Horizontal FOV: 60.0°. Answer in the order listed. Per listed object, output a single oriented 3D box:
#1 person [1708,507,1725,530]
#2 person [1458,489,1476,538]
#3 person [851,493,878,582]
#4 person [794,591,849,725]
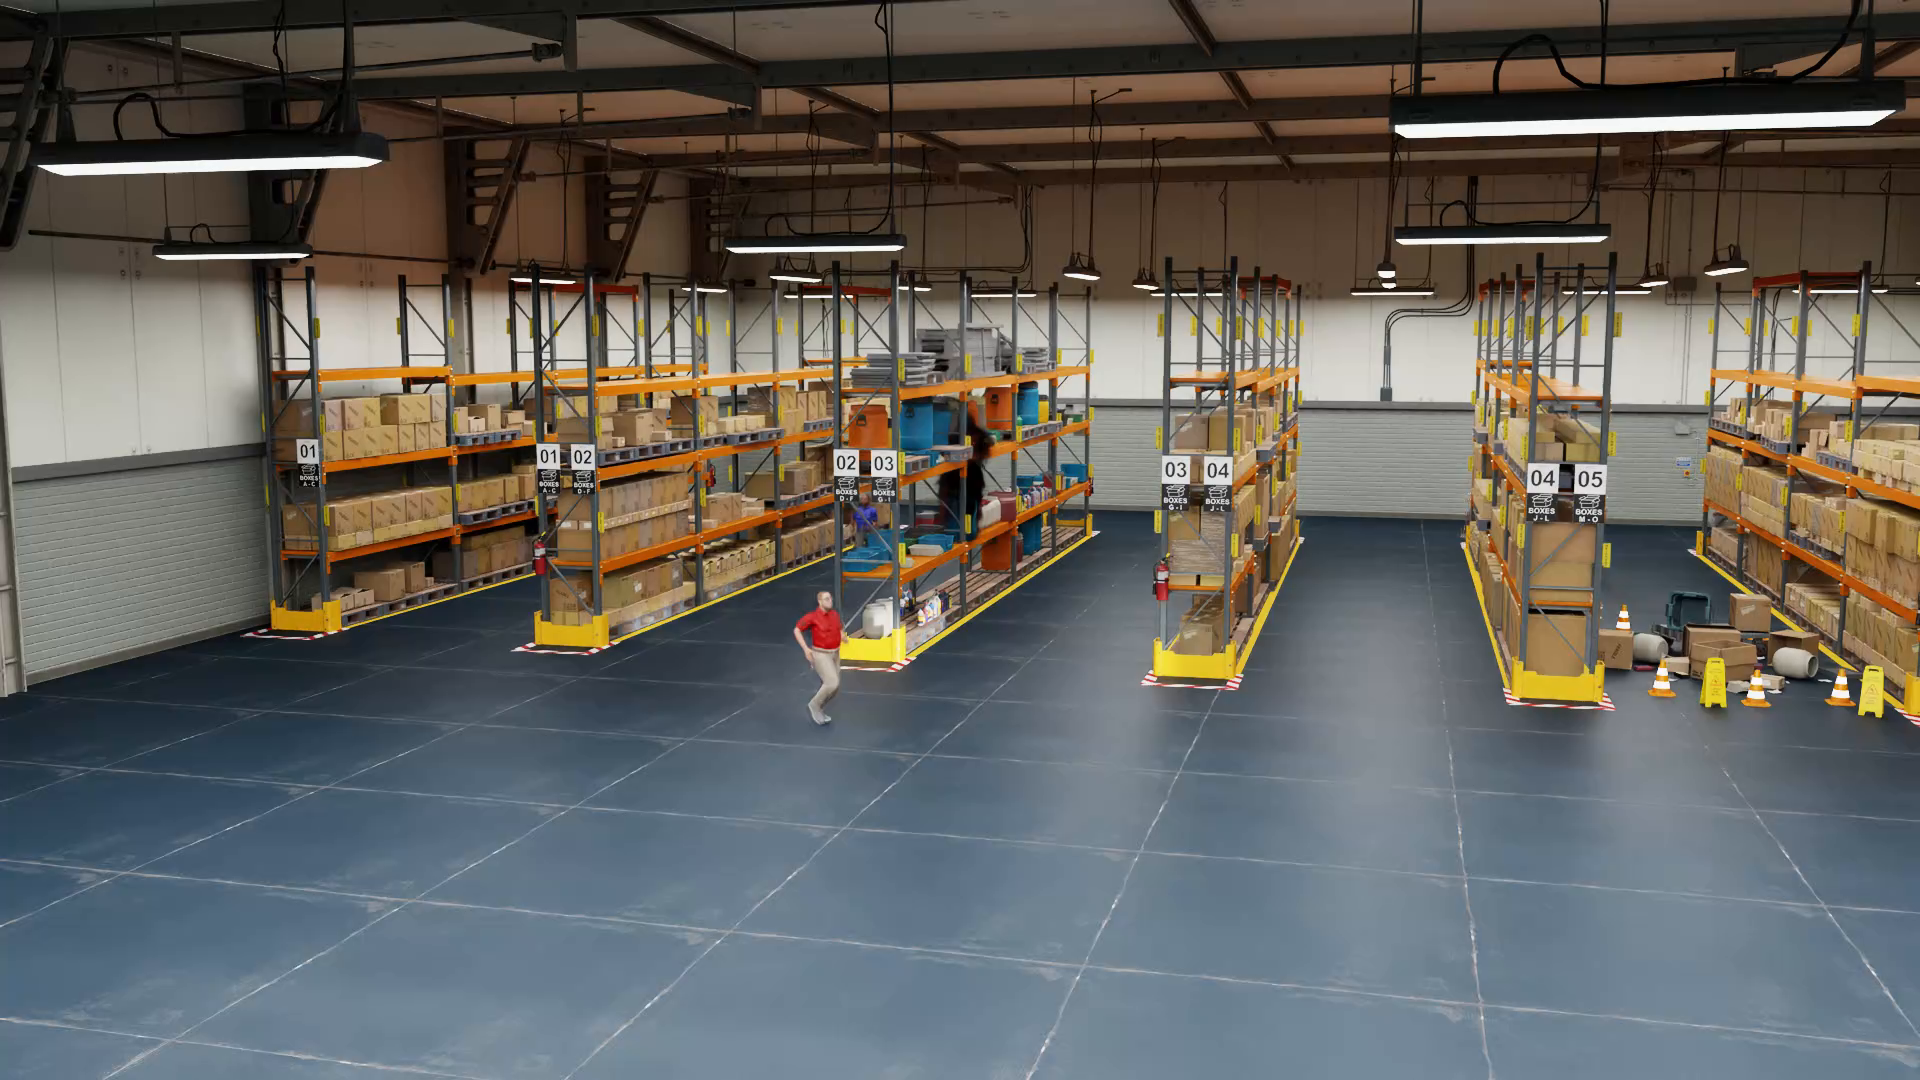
[{"bbox_3d":[17.435,-0.618,38.107,0.532,1.604,0.694,2,8,18],"label":"person"},{"bbox_3d":[12.155,-0.802,39.421,0.806,1.624,0.687,5,9,33],"label":"person"},{"bbox_3d":[-1.802,-0.028,31.139,0.550,1.667,0.640,1,7,6],"label":"person"},{"bbox_3d":[-1.673,1.493,21.045,0.659,1.698,0.647,5,9,37],"label":"person"}]
